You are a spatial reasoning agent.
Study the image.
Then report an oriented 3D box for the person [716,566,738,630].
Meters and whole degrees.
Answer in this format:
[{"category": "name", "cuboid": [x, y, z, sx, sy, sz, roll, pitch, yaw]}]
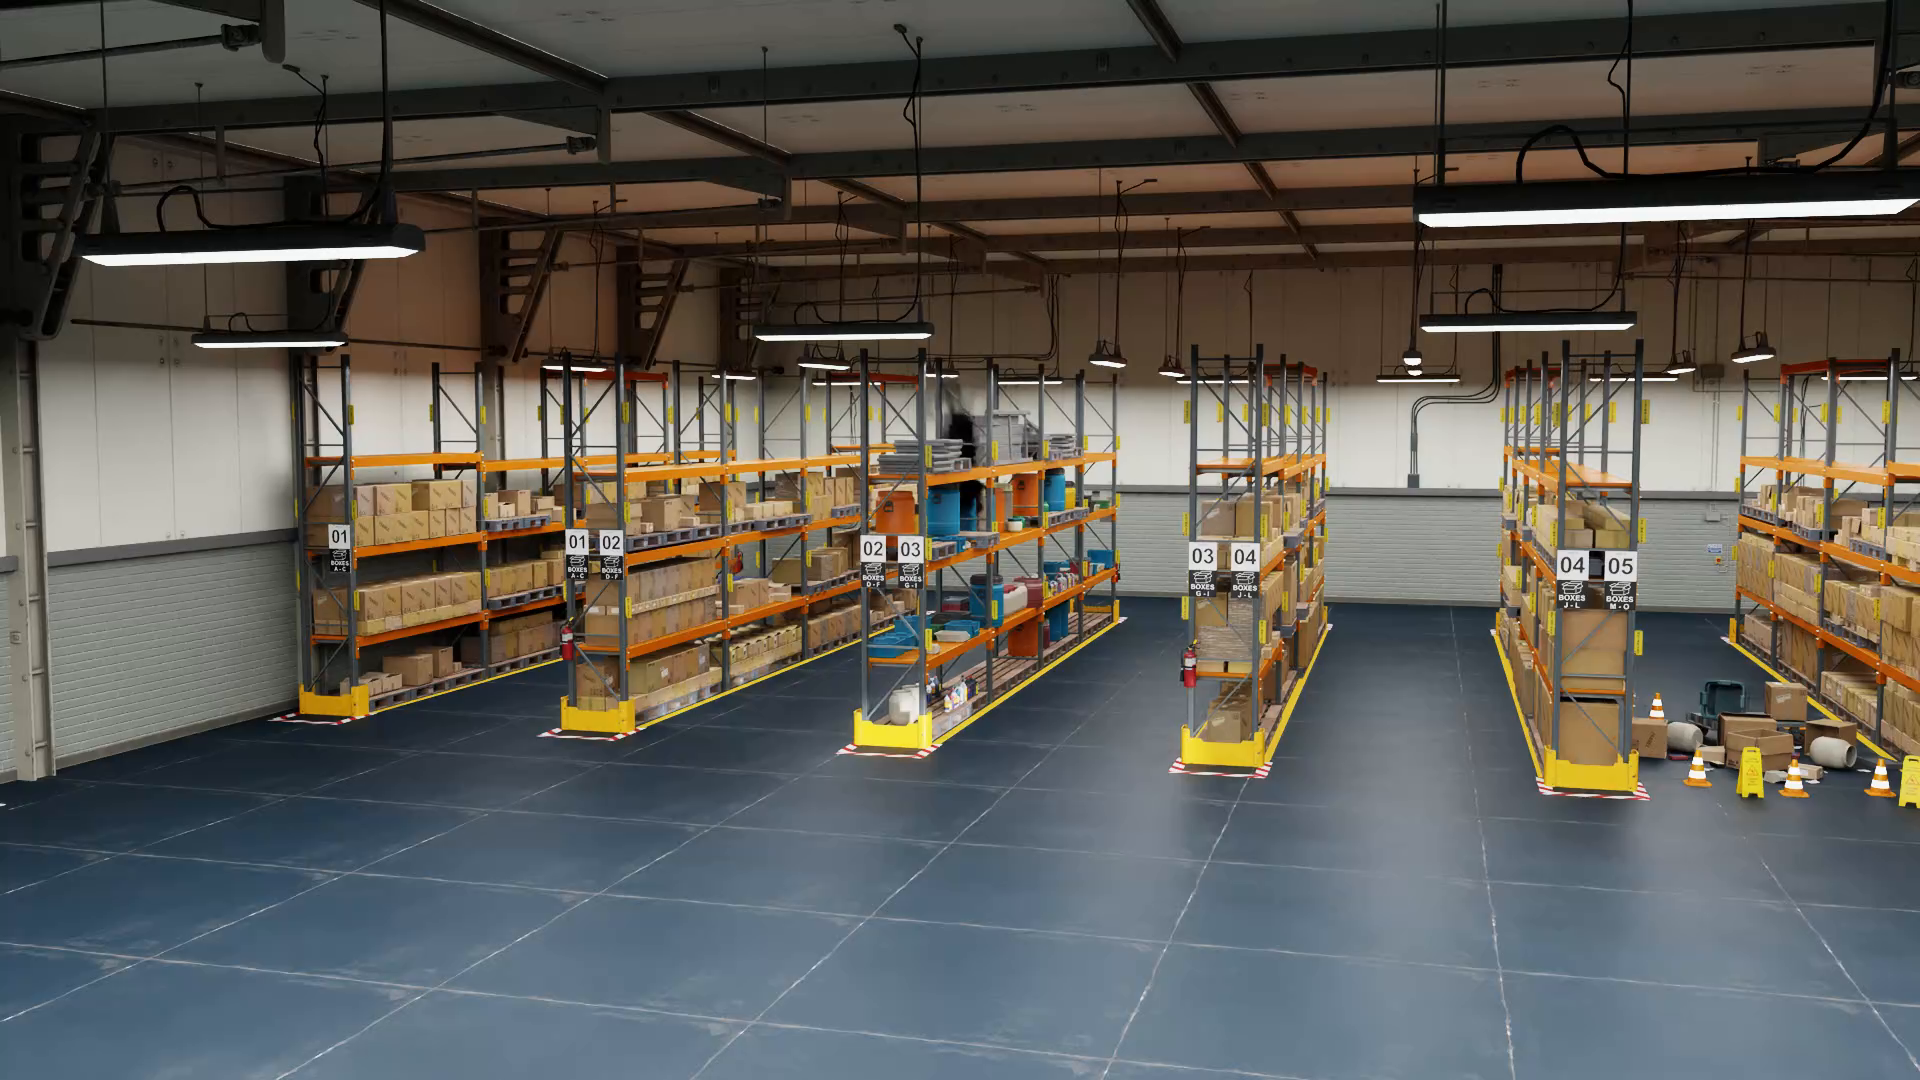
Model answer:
[{"category": "person", "cuboid": [-5.283, 1.380, 37.616, 0.563, 1.622, 0.534, 1, 4, 8]}]
